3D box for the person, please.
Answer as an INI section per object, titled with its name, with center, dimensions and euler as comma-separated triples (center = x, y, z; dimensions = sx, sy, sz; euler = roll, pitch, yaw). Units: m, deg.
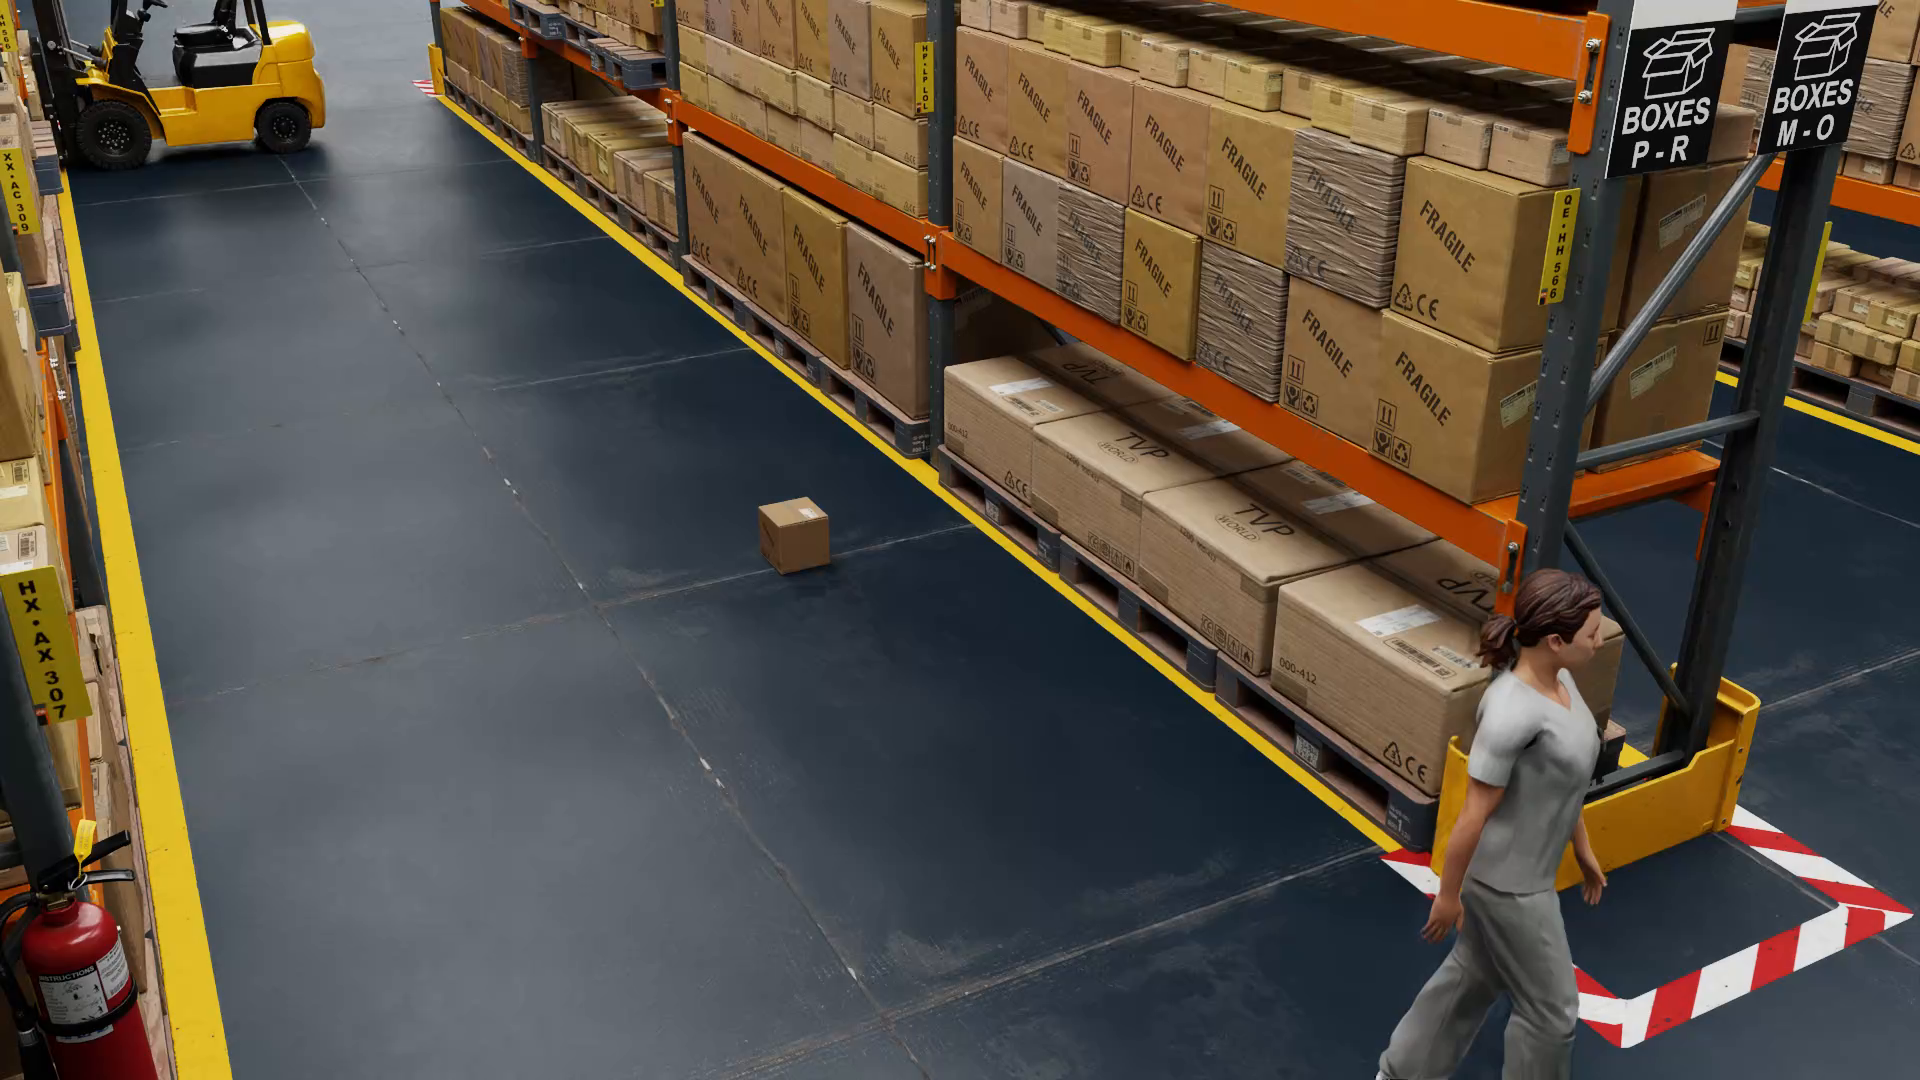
[person]
center = 1.468, 0.893, 4.288
dimensions = 0.619, 1.717, 0.529
euler = 14, 29, 27
